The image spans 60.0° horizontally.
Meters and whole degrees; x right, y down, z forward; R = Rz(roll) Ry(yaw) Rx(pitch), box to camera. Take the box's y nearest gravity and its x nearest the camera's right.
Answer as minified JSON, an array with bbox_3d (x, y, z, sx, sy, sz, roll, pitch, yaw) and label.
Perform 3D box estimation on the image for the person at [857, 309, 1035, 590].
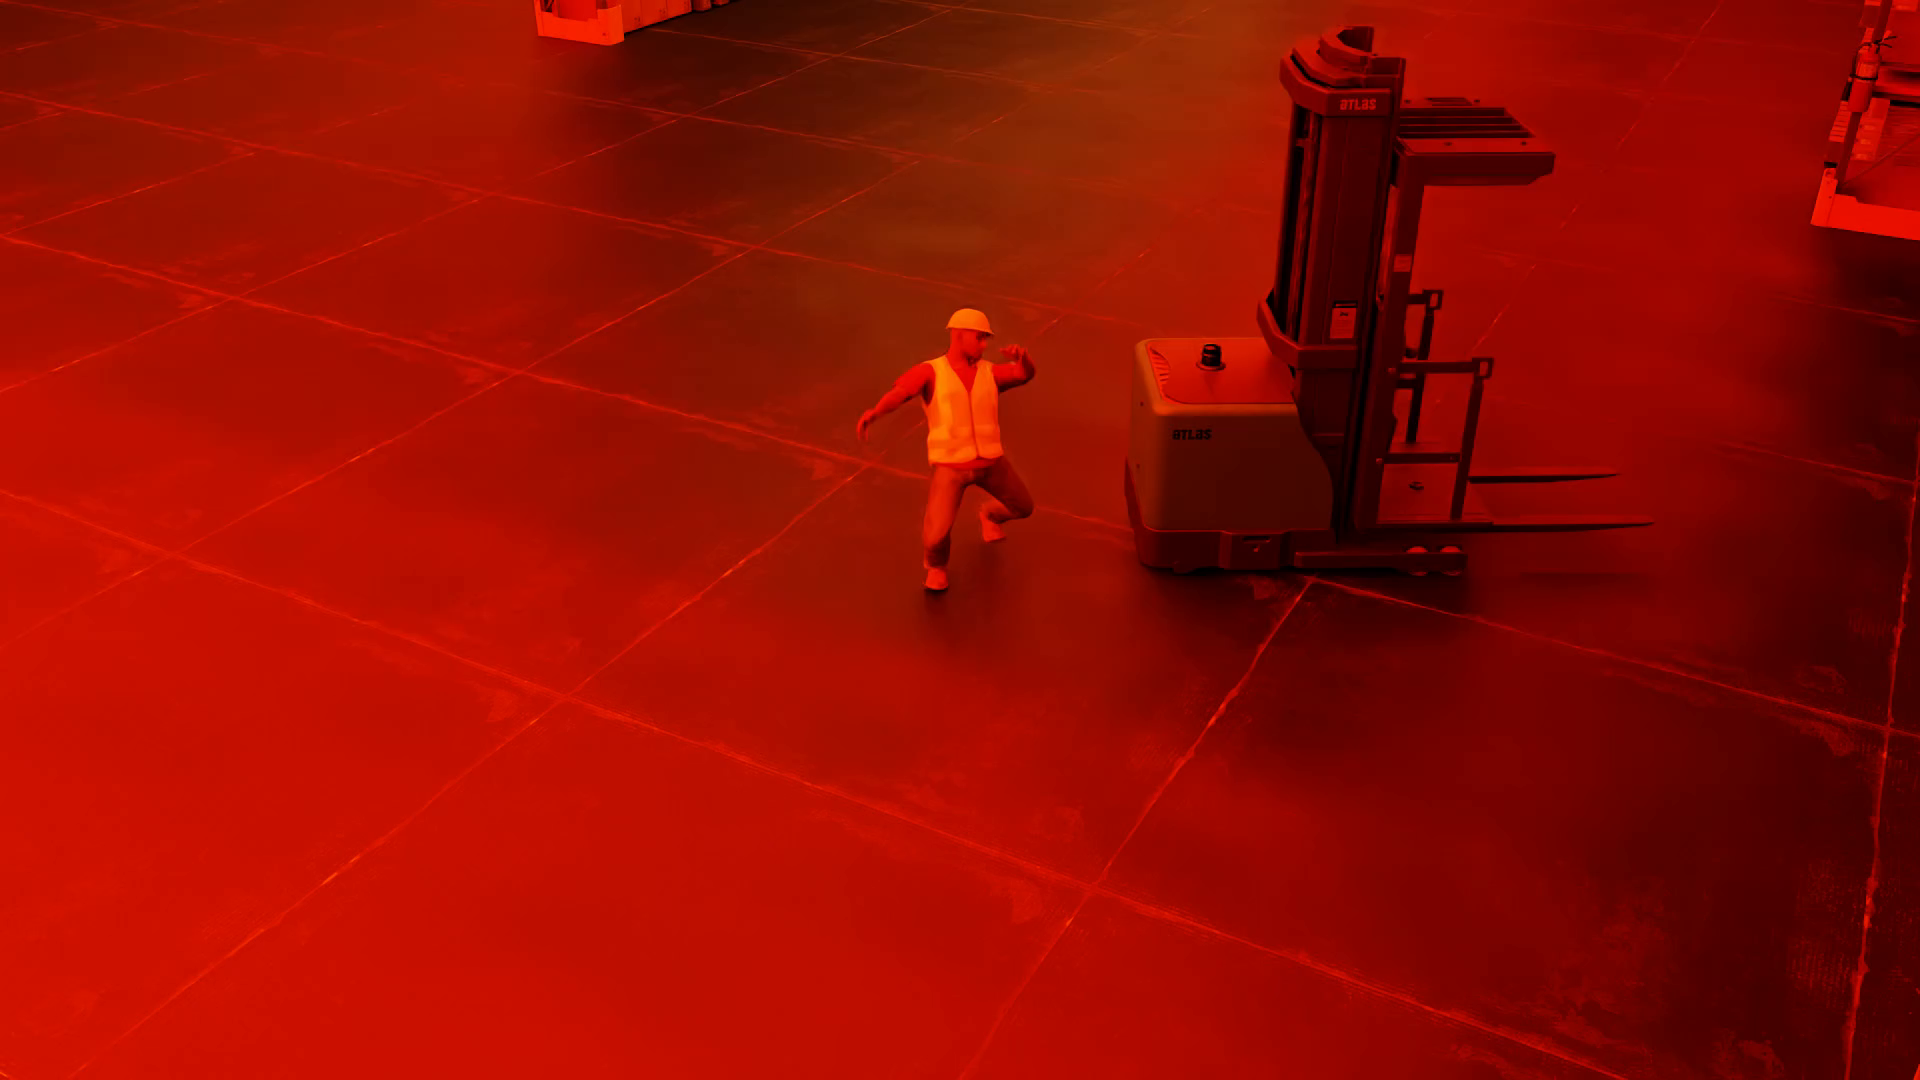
[{"bbox_3d":[-0.112,-0.433,9.192,1.117,1.524,0.750,-16,34,-26],"label":"person"}]

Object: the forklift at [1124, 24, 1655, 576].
[{"bbox_3d":[2.552,-1.327,9.370,3.031,2.935,1.130,-1,30,-1],"label":"forklift"}]
